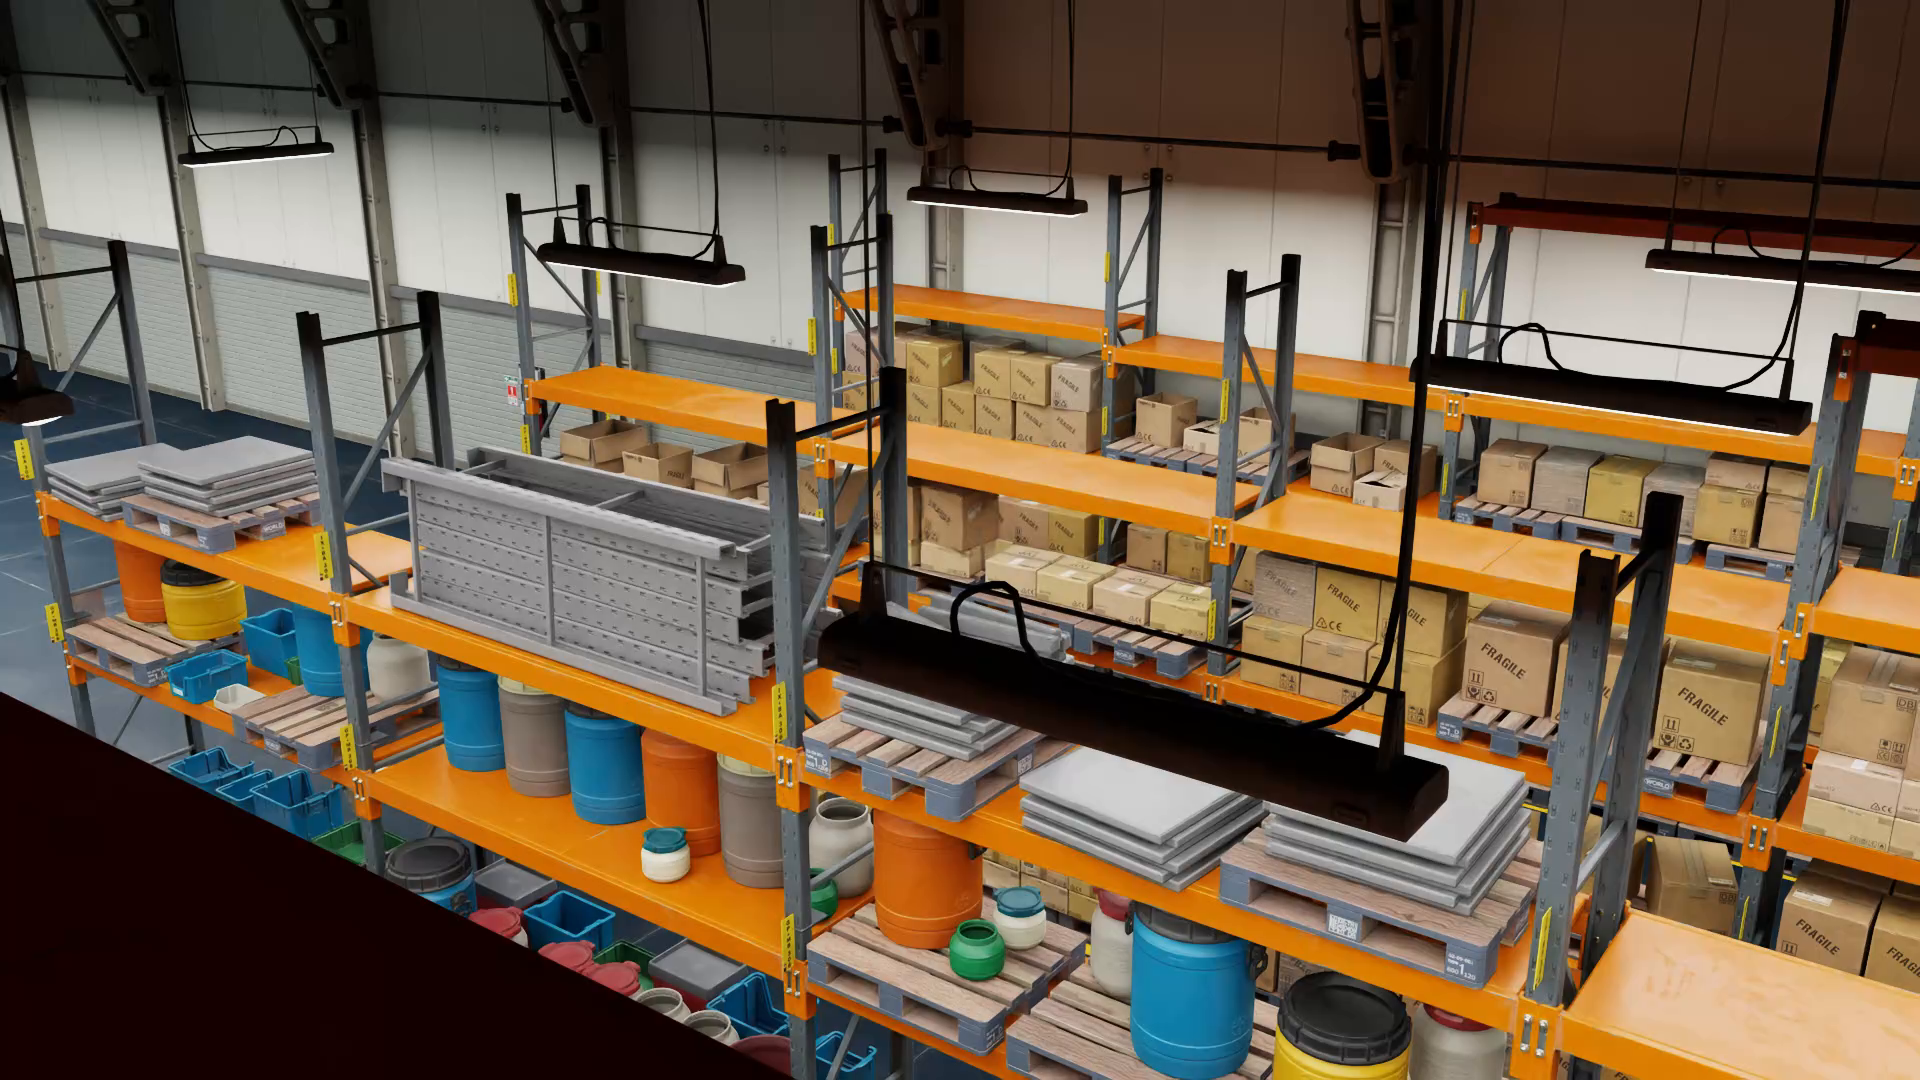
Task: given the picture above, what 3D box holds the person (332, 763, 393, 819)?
[{"bbox_3d":[-5.664,2.279,15.684,0.908,1.627,0.496,16,24,39],"label":"person"}]
